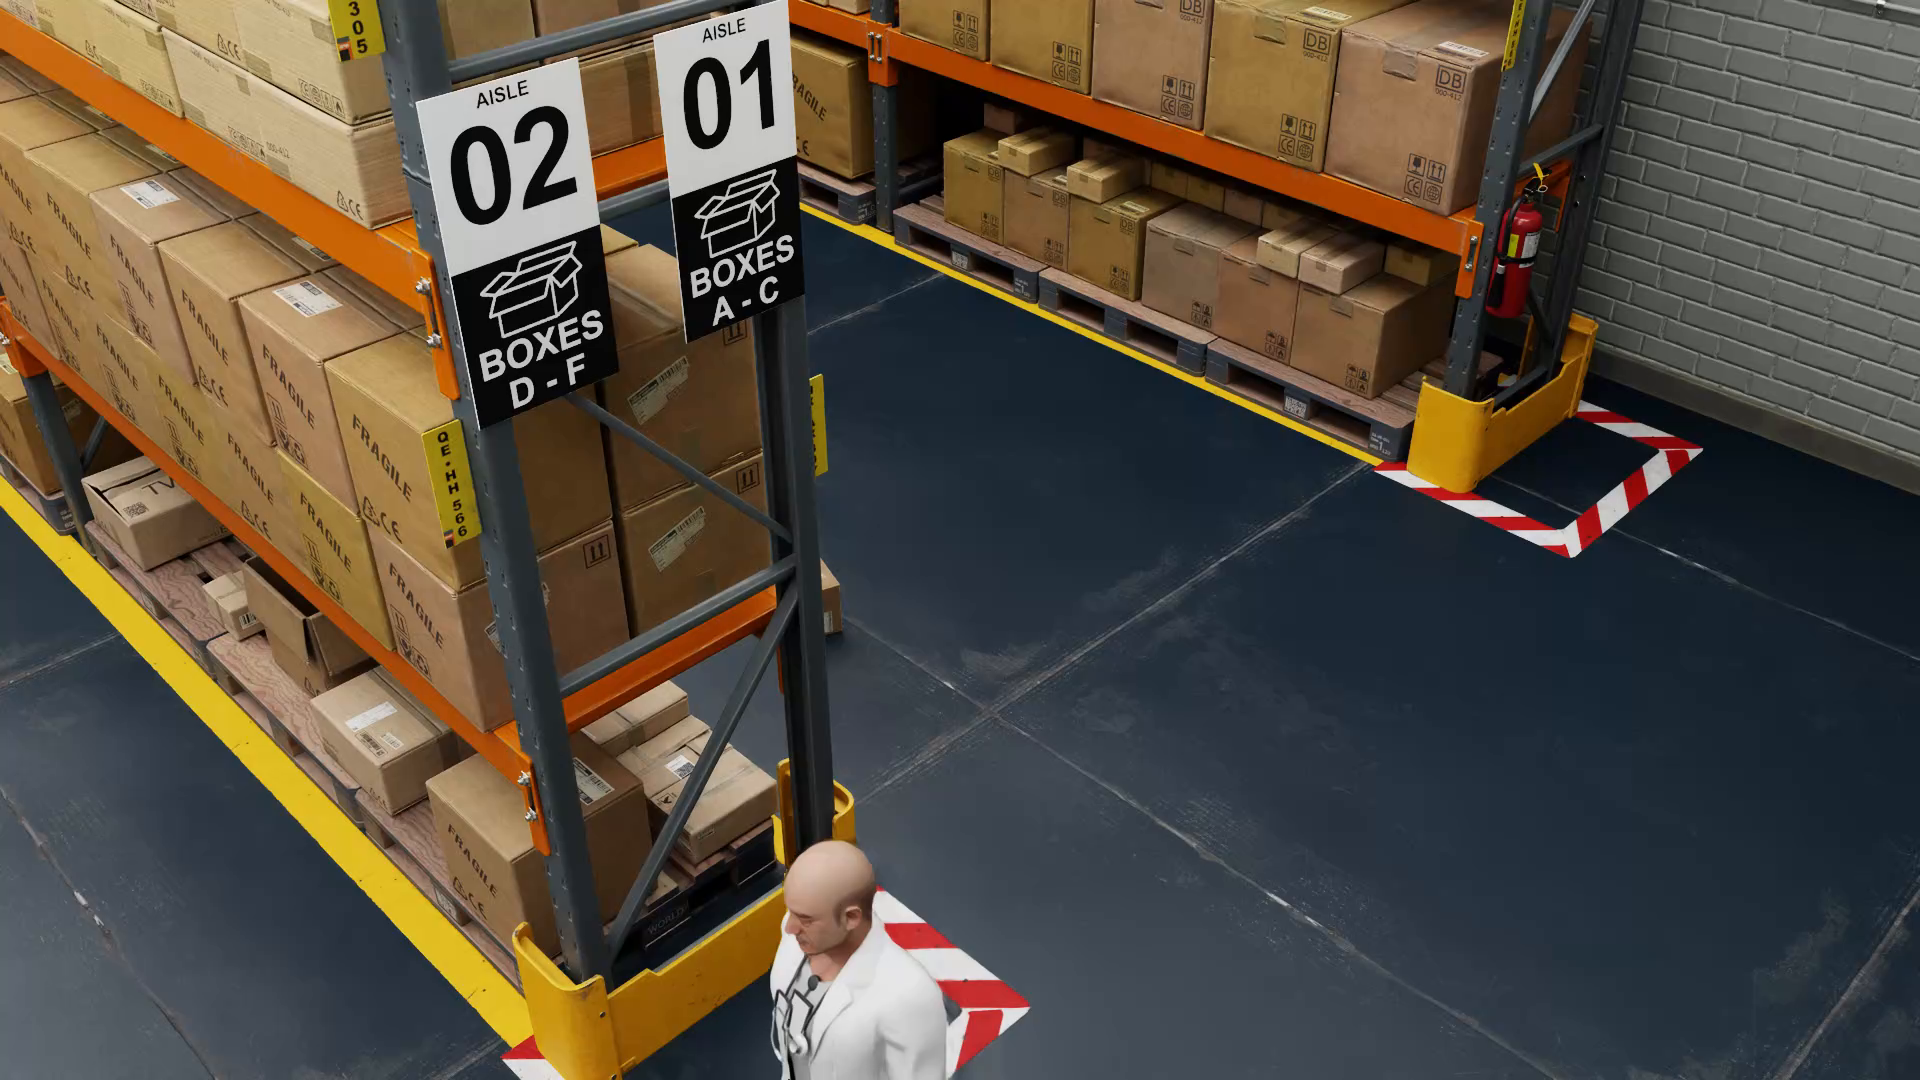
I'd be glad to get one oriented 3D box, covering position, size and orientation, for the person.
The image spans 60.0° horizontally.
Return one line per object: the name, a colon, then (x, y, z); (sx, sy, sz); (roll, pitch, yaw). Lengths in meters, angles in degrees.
person: (-0.215, 1.420, 4.122); (0.941, 1.749, 0.628); (-27, 43, -33)
